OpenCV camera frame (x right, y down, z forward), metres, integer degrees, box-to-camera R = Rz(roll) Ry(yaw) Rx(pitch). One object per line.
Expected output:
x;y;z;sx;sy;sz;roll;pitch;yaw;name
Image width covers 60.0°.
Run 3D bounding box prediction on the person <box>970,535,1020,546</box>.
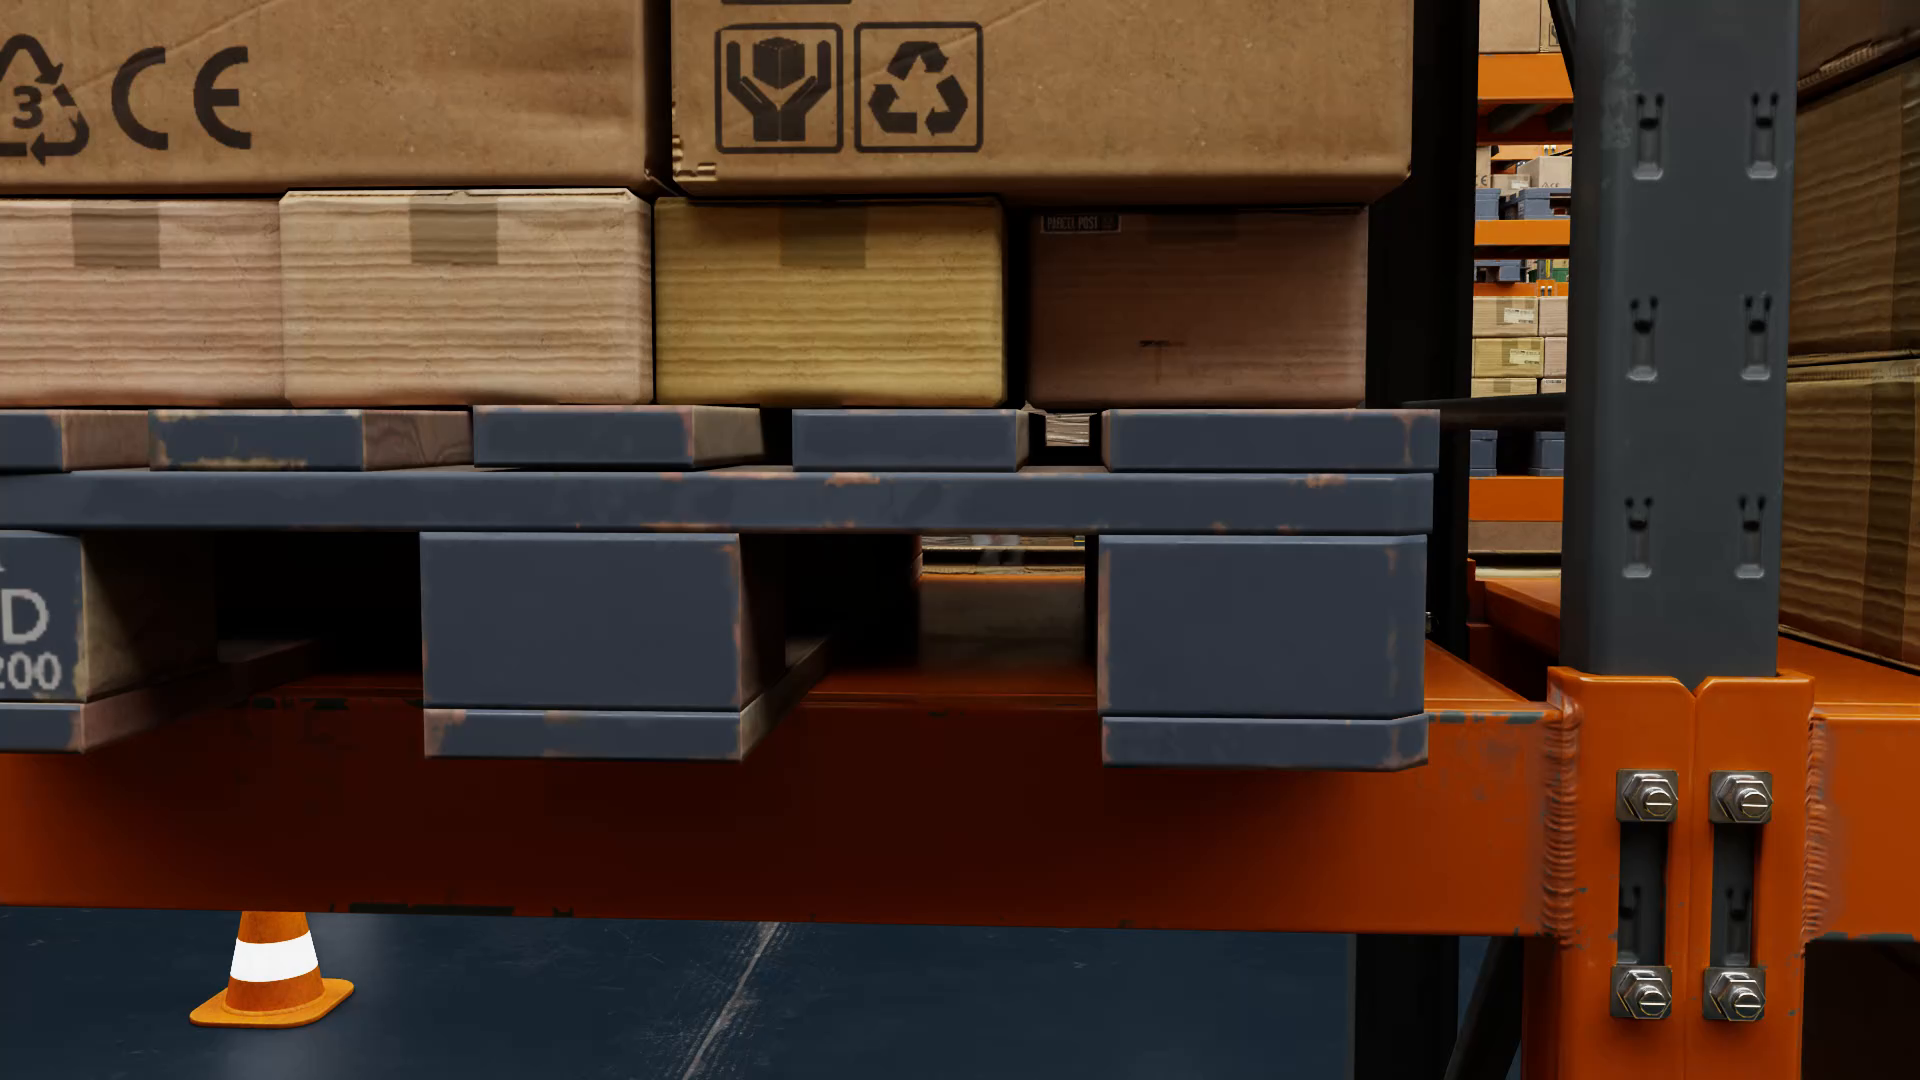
0.229;-0.087;10.171;0.391;1.739;0.531;0;4;5;person
